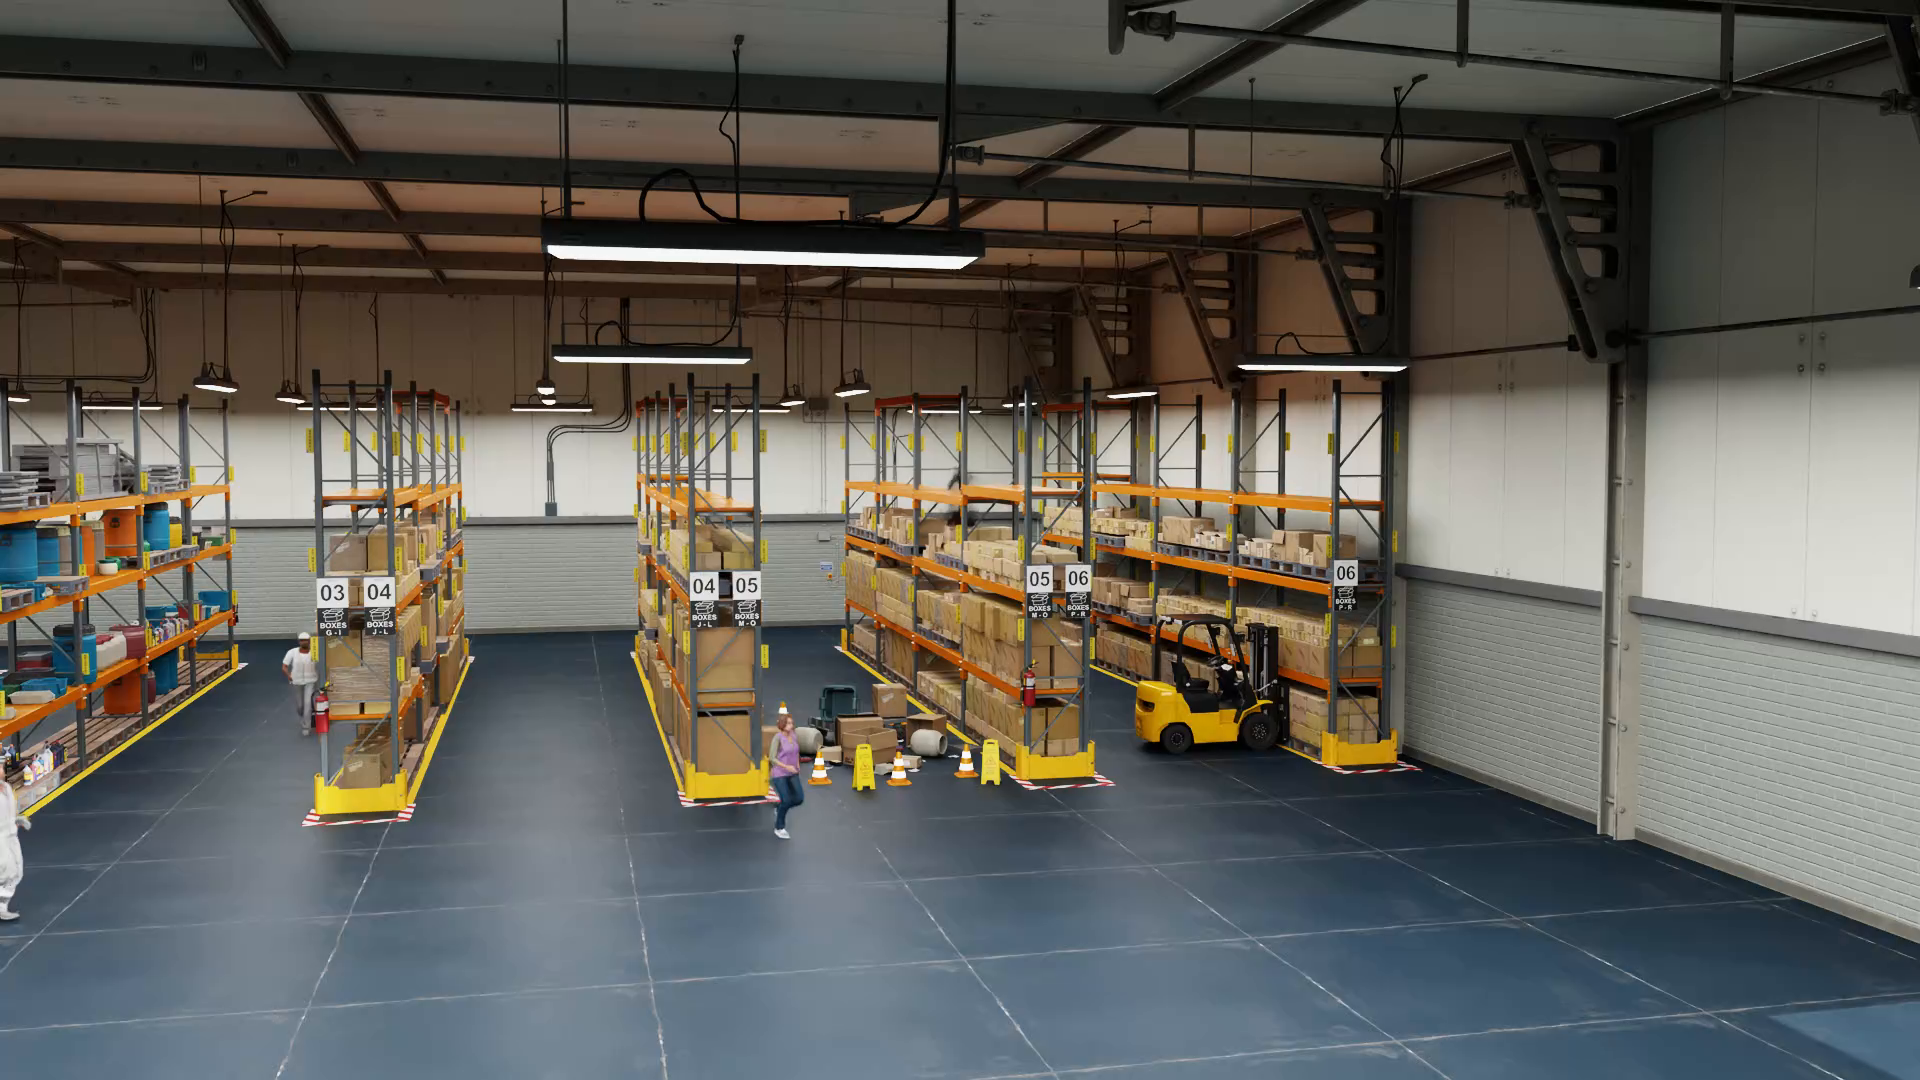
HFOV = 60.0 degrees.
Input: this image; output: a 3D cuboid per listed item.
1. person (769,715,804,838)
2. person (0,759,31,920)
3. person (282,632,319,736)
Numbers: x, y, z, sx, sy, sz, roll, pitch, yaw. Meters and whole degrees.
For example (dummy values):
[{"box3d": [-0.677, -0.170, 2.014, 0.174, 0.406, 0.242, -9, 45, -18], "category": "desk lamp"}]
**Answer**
[{"box3d": [-2.207, 3.008, 21.225, 0.566, 1.572, 0.580, 3, 4, 40], "category": "person"}, {"box3d": [-10.132, 3.125, 17.476, 0.602, 1.737, 0.640, 0, 3, 5], "category": "person"}, {"box3d": [-11.343, 2.467, 28.768, 0.707, 1.755, 0.884, -1, 3, -16], "category": "person"}]
